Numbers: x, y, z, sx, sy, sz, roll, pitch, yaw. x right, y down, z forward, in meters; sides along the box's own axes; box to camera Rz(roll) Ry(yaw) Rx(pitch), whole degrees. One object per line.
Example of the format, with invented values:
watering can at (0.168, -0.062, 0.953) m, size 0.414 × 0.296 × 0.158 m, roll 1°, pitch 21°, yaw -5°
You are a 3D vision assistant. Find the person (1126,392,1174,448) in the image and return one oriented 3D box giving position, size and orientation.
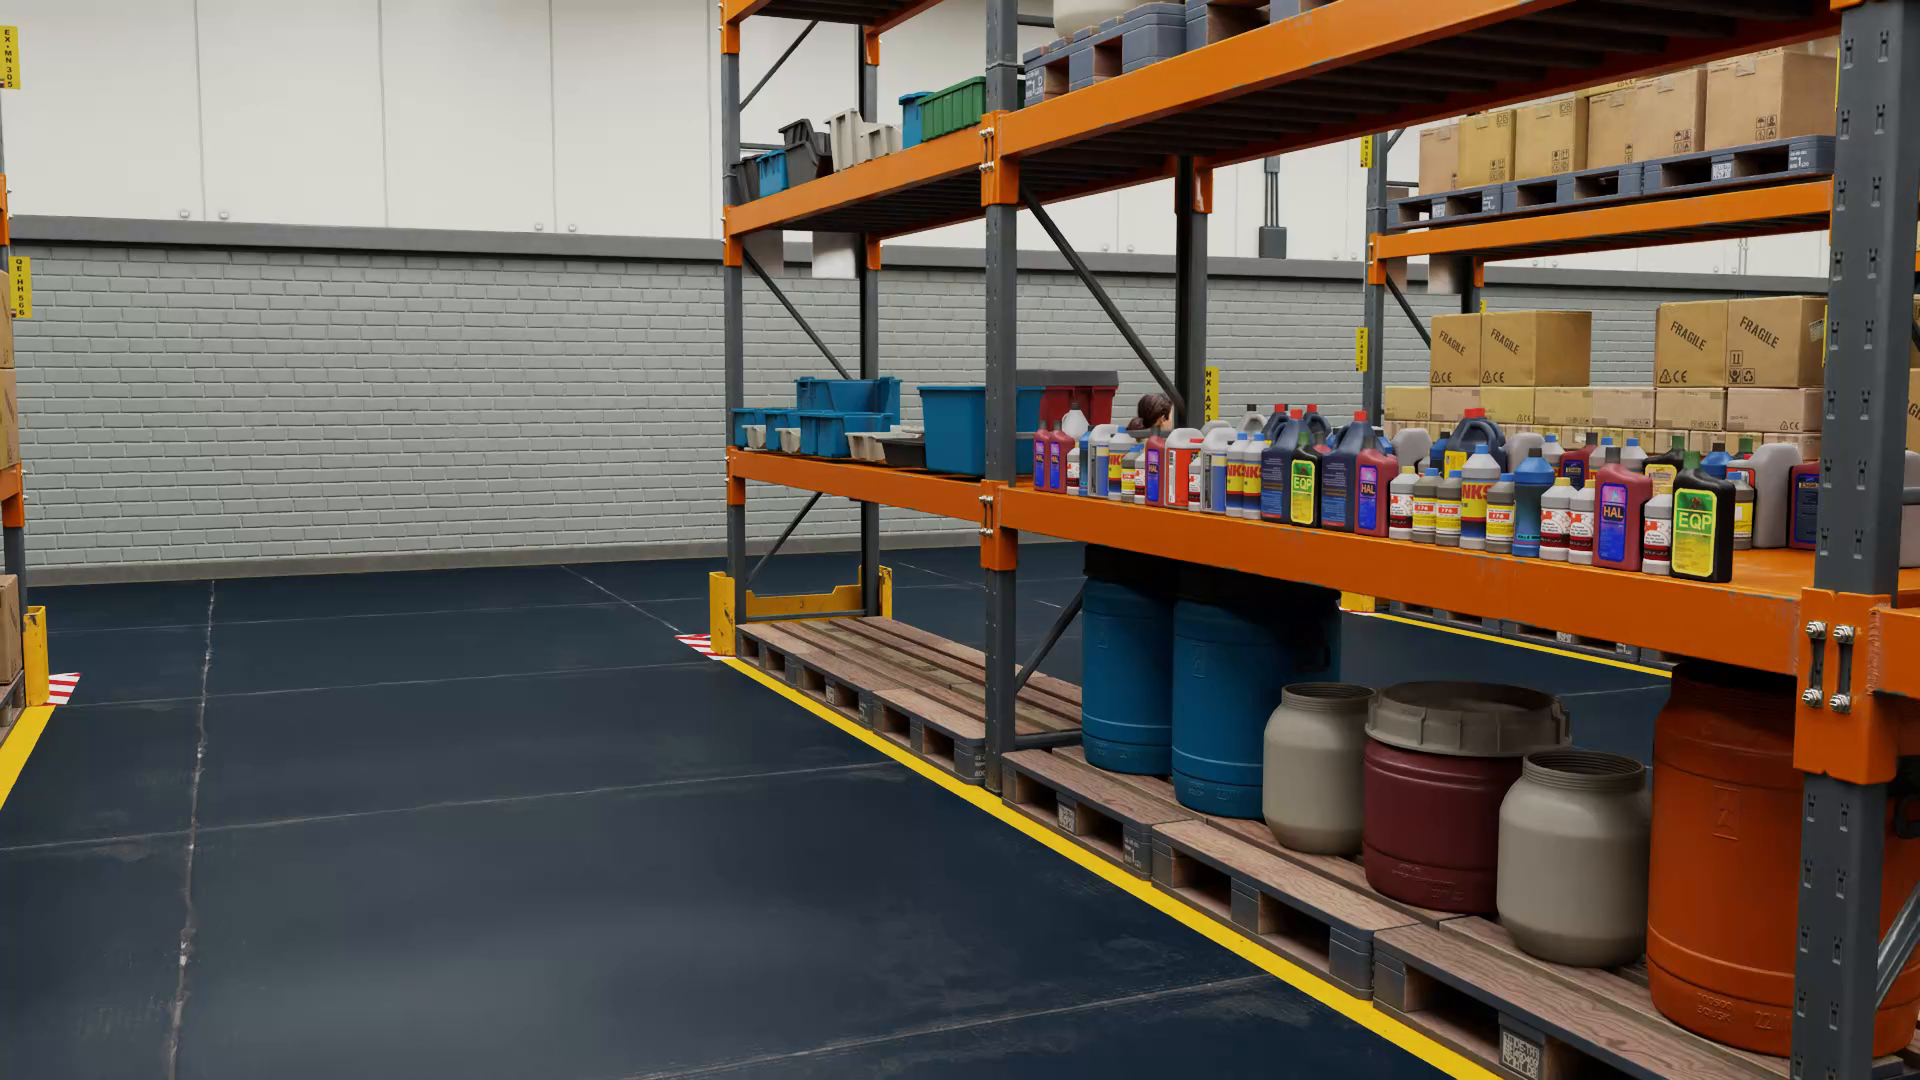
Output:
person at (1.057, 0.026, 9.185) m, size 0.359 × 1.675 × 0.483 m, roll -3°, pitch 6°, yaw -25°
